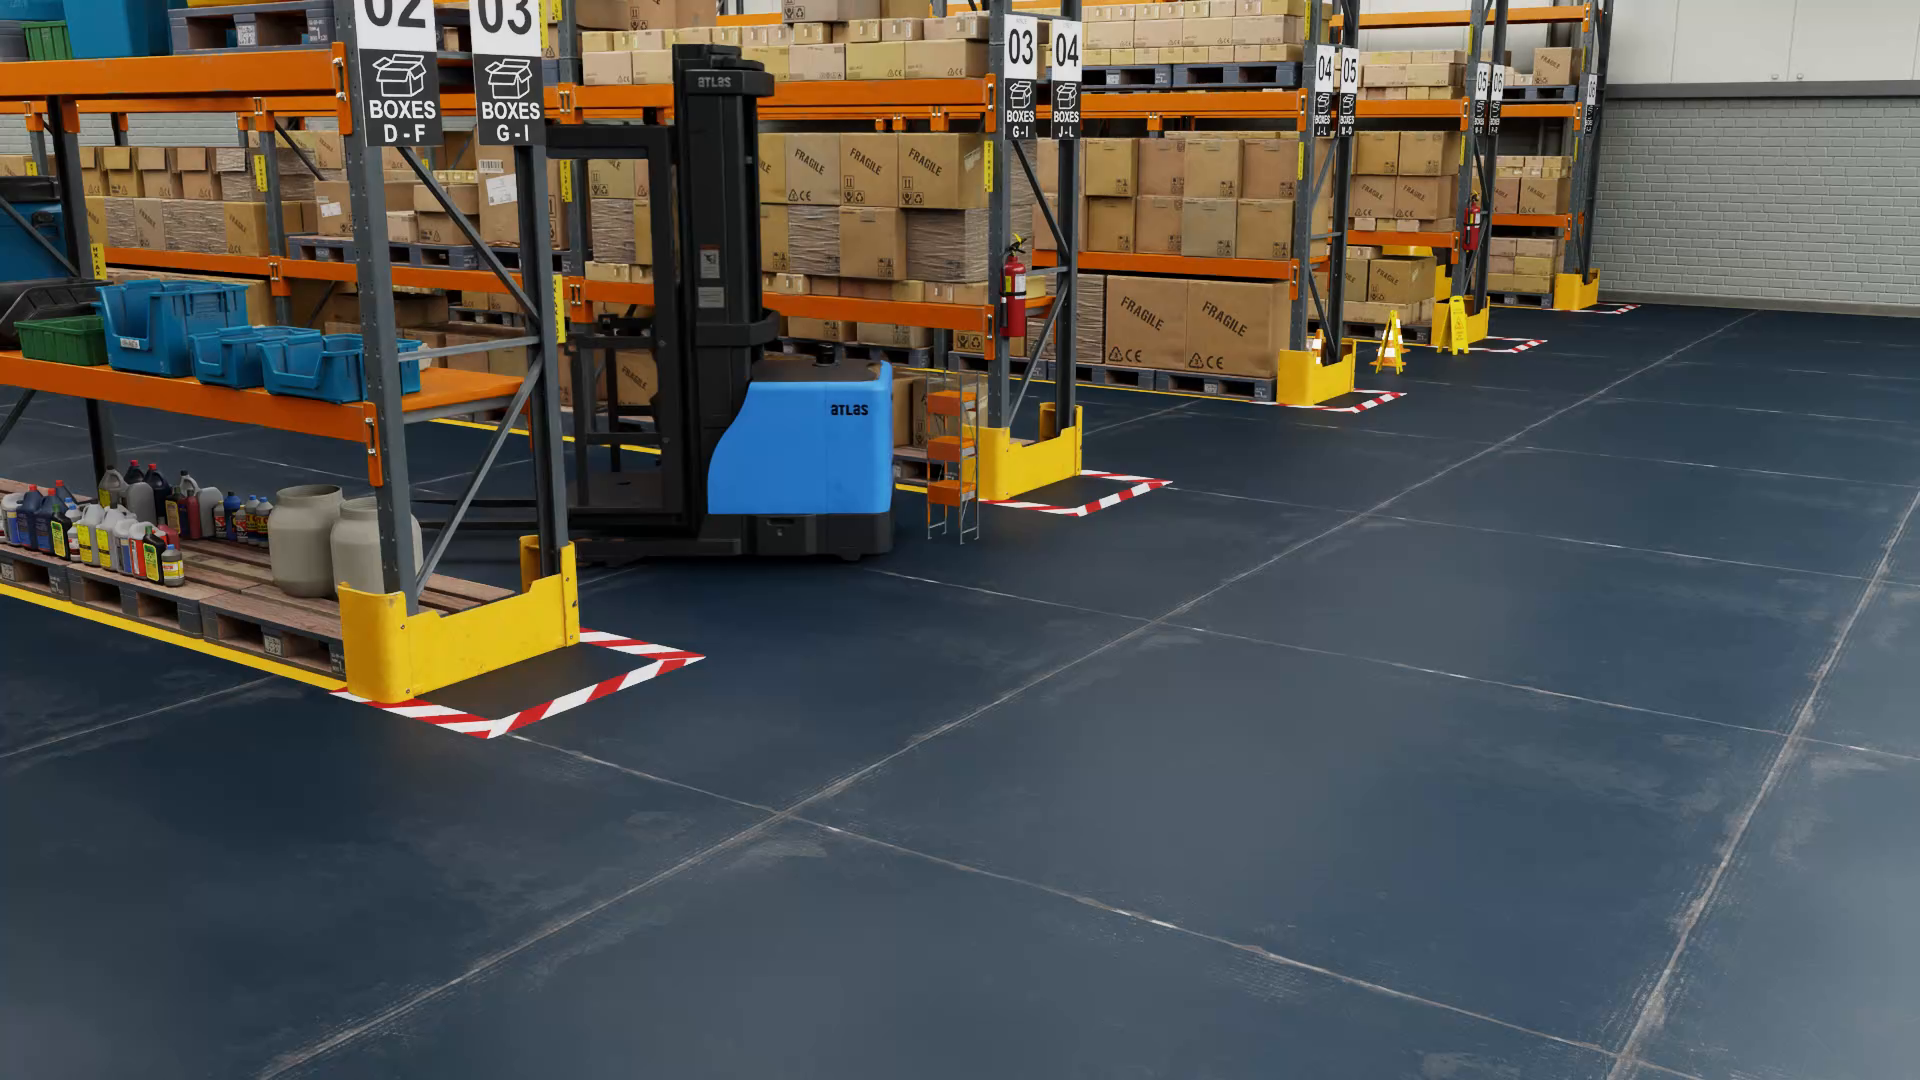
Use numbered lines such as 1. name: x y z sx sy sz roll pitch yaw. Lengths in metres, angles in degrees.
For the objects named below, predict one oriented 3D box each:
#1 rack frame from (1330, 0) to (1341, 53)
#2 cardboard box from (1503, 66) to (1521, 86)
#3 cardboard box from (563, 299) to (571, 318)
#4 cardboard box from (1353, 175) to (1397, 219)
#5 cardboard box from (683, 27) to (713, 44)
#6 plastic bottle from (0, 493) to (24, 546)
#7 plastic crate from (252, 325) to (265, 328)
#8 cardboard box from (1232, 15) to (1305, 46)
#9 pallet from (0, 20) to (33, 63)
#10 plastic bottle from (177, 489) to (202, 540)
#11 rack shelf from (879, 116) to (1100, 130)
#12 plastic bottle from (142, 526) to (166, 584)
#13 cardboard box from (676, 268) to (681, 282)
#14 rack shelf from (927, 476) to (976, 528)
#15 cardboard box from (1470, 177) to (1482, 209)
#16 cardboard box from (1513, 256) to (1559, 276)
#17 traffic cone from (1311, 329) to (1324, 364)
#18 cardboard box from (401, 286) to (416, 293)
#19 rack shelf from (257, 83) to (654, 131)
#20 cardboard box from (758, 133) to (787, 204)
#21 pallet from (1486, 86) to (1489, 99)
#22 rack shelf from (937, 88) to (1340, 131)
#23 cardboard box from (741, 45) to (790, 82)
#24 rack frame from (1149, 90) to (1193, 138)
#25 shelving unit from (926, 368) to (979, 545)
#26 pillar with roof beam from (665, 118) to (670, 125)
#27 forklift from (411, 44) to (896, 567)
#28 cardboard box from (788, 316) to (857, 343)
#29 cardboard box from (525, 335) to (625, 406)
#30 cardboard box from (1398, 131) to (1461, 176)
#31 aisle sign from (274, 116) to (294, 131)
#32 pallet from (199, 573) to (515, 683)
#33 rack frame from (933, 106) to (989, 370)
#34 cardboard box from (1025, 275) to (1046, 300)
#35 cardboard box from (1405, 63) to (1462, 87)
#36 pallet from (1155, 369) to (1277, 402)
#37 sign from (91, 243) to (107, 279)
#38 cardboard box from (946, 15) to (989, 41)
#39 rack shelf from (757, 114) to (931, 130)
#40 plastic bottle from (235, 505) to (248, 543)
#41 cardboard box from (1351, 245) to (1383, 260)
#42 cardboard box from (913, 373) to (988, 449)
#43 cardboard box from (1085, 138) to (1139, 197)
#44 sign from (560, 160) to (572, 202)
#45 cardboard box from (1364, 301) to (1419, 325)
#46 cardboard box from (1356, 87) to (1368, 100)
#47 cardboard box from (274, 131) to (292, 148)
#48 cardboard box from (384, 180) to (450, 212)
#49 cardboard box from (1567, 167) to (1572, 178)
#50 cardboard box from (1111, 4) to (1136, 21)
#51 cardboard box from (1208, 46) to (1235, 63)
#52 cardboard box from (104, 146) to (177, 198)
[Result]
1. rack frame: 5.495 -8.263 24.977 0.127 3.000 1.000 9 17 33
2. cardboard box: 7.746 -6.543 23.466 0.258 0.266 0.396 9 17 33
3. cardboard box: -4.839 -3.062 20.777 0.500 0.500 0.500 8 16 30
4. cardboard box: 5.029 -4.103 19.830 0.500 0.500 0.500 9 17 33
5. cardboard box: -1.834 -3.717 12.335 0.250 0.149 0.380 9 16 32
6. plastic bottle: -5.264 -0.121 9.322 0.135 0.276 0.152 10 17 35
7. plastic crate: -4.079 -1.102 9.082 0.437 0.136 0.530 9 17 33
8. cardboard box: 2.806 -4.614 15.089 0.500 0.250 0.500 9 17 34
9. pallet: -4.914 -2.685 9.076 1.003 0.211 1.213 9 17 33
10. plastic bottle: -4.372 -0.151 9.427 0.133 0.283 0.061 9 17 33
11. rack shelf: 0.516 -7.263 28.674 4.000 0.370 1.077 9 17 33
12. plastic bottle: -4.124 0.073 8.523 0.133 0.283 0.061 10 17 34
13. cardboard box: -1.973 -2.037 12.832 0.250 0.149 0.380 9 17 33
14. rack shelf: -0.044 -0.237 10.295 0.240 0.259 0.215 9 17 33
15. cardboard box: 7.408 -5.017 24.140 0.500 0.500 0.500 9 16 32
16. cardboard box: 8.235 -3.930 23.763 0.500 0.250 0.500 9 16 32
17. traffic cone: 3.720 -1.947 17.225 0.334 0.463 0.336 9 17 33
18. cardboard box: -7.260 -3.410 22.298 0.250 0.149 0.380 8 16 30
19. rack shelf: -4.463 -3.760 14.525 4.000 0.370 1.077 9 17 33
20. cardboard box: -1.321 -2.754 12.296 0.500 0.500 0.500 9 17 33
21. pallet: 7.225 -6.491 24.245 1.213 0.211 1.003 9 17 33
22. rack shelf: 1.708 -4.199 16.299 4.000 0.370 1.077 9 17 33
23. cardboard box: -1.283 -3.449 12.084 0.500 0.250 0.500 9 16 32
24. rack frame: 2.727 -4.361 21.698 0.127 3.000 1.000 9 17 33
25. shelving unit: -0.044 -0.517 10.226 0.252 1.050 0.215 9 17 33
26. pillar with roof beam: -8.600 -9.556 30.197 0.400 9.000 9.100 9 17 33
27. forklift: -1.919 -1.393 9.853 3.031 2.935 1.130 0 14 -1
28. cardboard box: -1.315 -2.668 18.665 0.750 0.750 1.050 9 17 33
29. cardboard box: -3.301 -1.472 14.313 0.500 0.500 0.700 8 16 29
30. cardboard box: 5.501 -4.528 19.464 0.500 0.500 0.700 9 16 31
31. aisle sign: -9.802 -6.301 24.126 0.004 0.787 0.394 9 17 33
32. pallet: -3.009 0.382 8.342 1.213 0.211 1.003 9 17 33
33. rack frame: 0.049 -3.361 17.656 0.127 3.000 1.000 9 17 33
34. cardboard box: 0.412 -1.812 11.925 0.250 0.149 0.380 9 17 33
35. cardboard box: 5.471 -5.367 19.213 0.500 0.250 0.500 9 16 32
36. pallet: 2.661 -1.562 16.194 1.213 0.211 1.003 9 17 33
37. sign: -5.252 -1.640 10.130 0.005 0.325 0.100 9 17 33
38. cardboard box: 0.111 -3.400 11.058 0.250 0.149 0.380 9 17 33
39. rack shelf: -2.251 -6.273 24.674 4.000 0.370 1.077 9 17 33
40. plastic bottle: -4.029 -0.094 9.370 0.097 0.201 0.097 0 14 0
41. cardboard box: 4.894 -3.464 20.012 0.250 0.149 0.380 10 17 34
42. cardboard box: 0.007 -0.926 12.150 0.500 0.500 0.500 13 19 43
43. cardboard box: 1.672 -3.681 16.392 0.500 0.550 0.875 9 17 33
44. sign: -3.110 -2.836 13.128 0.005 0.325 0.100 9 17 33
45. cardboard box: 5.206 -2.752 20.045 0.500 0.250 0.500 9 17 33
46. cardboard box: 4.762 -5.291 19.736 0.250 0.149 0.380 9 17 32
47. cardboard box: -9.262 -5.469 23.264 0.500 0.500 0.500 10 17 34
48. cardboard box: -5.133 -3.055 15.338 0.500 0.500 0.700 12 19 41
49. cardboard box: 8.677 -5.275 23.834 0.250 0.149 0.380 9 16 31
50. cardboard box: 1.633 -4.980 15.736 0.250 0.149 0.380 9 17 33
51. cardboard box: 2.481 -4.456 15.279 0.250 0.149 0.380 9 17 34
52. cardboard box: -8.344 -3.815 17.197 0.637 0.503 0.797 9 17 33
